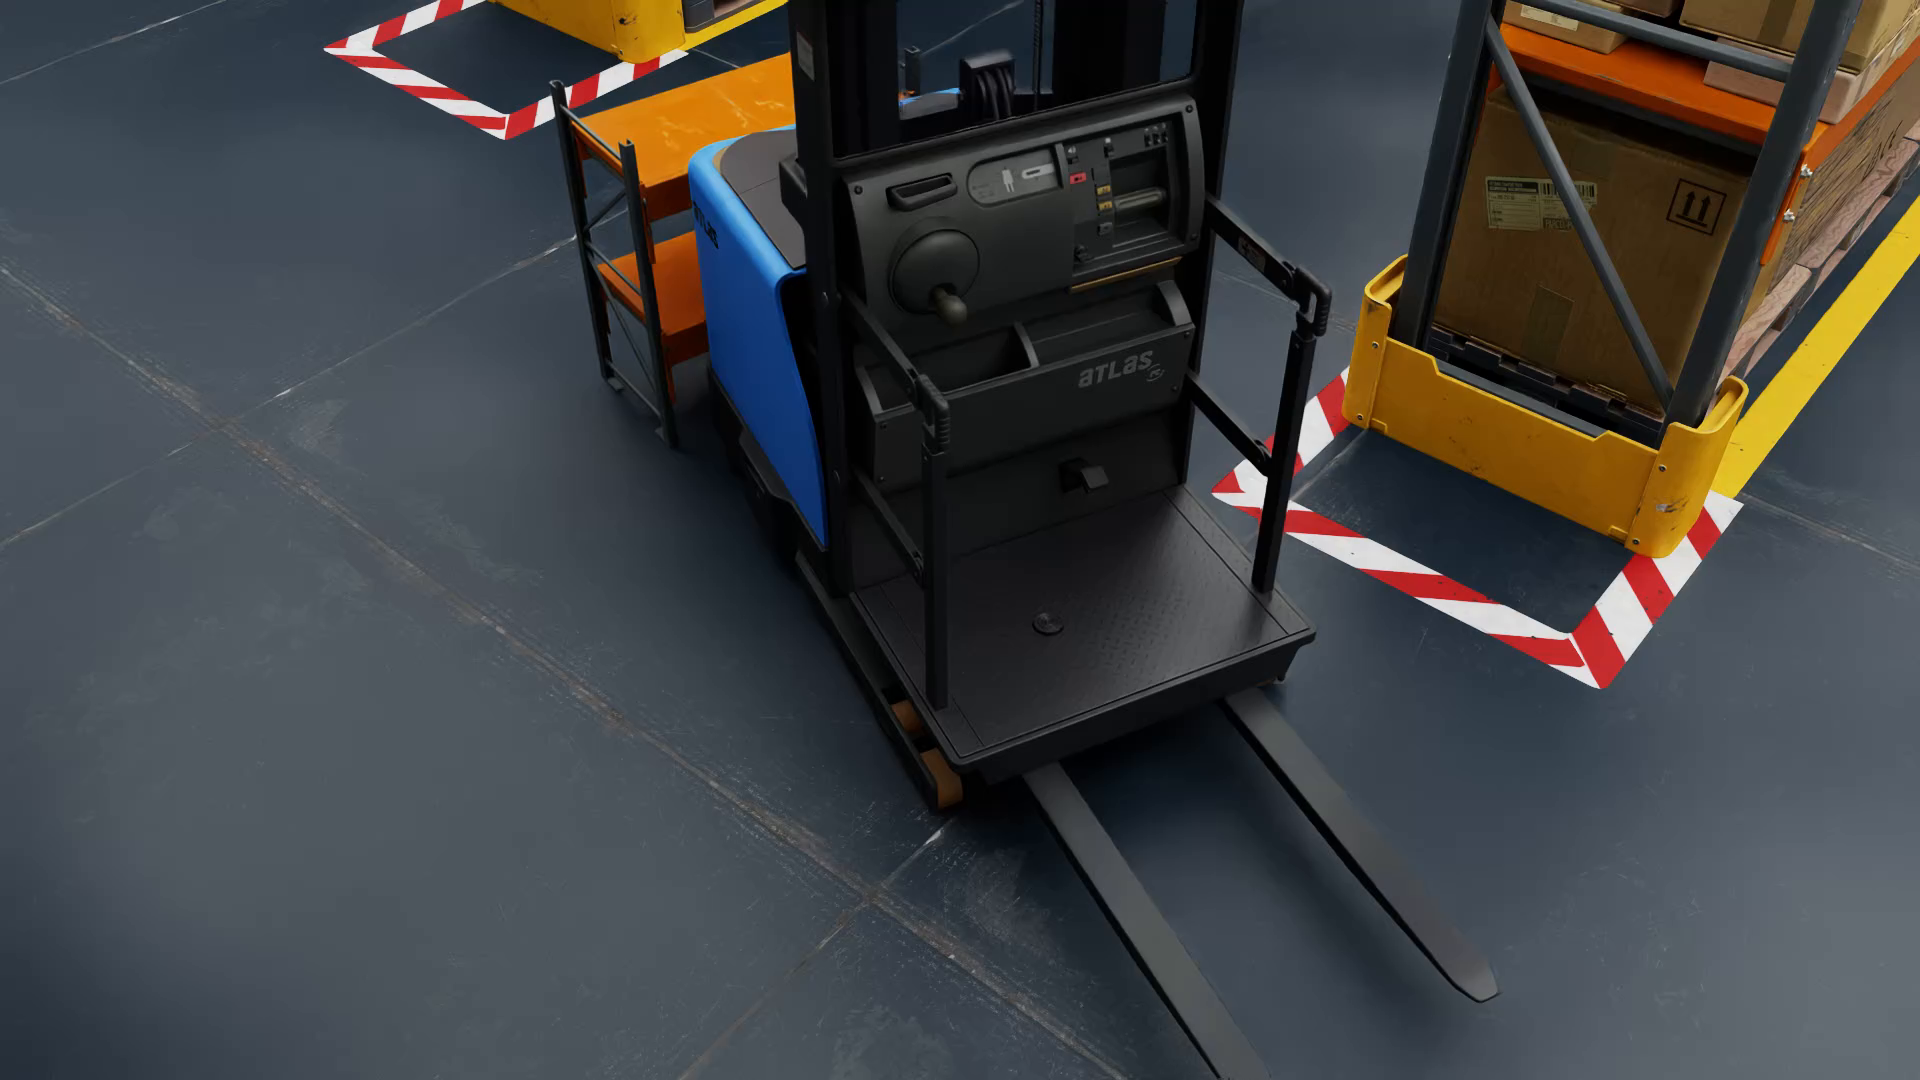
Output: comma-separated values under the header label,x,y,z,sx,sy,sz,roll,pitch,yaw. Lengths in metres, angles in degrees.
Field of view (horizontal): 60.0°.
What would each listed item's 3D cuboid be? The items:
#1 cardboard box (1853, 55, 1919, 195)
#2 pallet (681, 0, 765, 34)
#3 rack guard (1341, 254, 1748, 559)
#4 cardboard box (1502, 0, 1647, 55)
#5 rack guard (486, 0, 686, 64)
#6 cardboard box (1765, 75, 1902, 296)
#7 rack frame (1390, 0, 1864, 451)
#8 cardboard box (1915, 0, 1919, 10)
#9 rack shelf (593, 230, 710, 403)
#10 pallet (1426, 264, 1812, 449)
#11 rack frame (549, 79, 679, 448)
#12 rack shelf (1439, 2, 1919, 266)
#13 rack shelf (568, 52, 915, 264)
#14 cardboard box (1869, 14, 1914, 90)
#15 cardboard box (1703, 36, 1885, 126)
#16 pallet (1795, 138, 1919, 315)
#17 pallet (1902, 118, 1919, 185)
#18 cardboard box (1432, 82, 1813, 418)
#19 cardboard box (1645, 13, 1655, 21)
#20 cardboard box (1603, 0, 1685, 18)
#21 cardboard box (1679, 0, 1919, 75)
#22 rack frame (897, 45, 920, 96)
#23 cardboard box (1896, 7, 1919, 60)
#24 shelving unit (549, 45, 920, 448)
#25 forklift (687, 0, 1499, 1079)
label,x,y,z,sx,sy,sz,roll,pitch,yaw
cardboard box,3.369,-2.048,6.540,0.875,0.875,0.875,29,50,28
pallet,-1.272,-2.997,8.389,1.003,0.211,1.213,29,50,28
rack guard,1.845,-0.450,5.373,1.175,0.500,0.348,29,50,28
cardboard box,1.837,-1.620,4.989,0.380,0.149,0.250,30,50,29
rack guard,-1.822,-2.701,7.849,1.175,0.500,0.348,29,50,28
cardboard box,2.796,-1.589,6.036,0.875,0.875,0.875,29,50,28
rack frame,1.860,-1.387,4.546,1.000,3.000,0.127,29,50,28
cardboard box,2.705,-1.843,4.937,0.500,0.250,0.500,29,50,28
rack shelf,-0.700,-0.890,5.756,1.000,0.278,0.538,-26,48,-26
pallet,2.315,-0.801,5.974,1.003,0.211,1.213,29,50,28
rack frame,-1.109,-0.868,5.369,0.032,1.125,0.500,-26,48,-26
rack shelf,3.147,-2.151,5.921,1.077,0.370,4.000,29,50,28
rack shelf,-0.700,-1.287,5.395,1.000,0.278,0.538,-26,48,-26
cardboard box,2.505,-1.467,4.821,0.380,0.149,0.250,29,50,28
cardboard box,2.341,-1.334,4.675,0.380,0.149,0.250,30,50,29
pallet,3.100,-1.427,6.662,1.003,0.211,1.213,29,50,28
pallet,3.885,-2.058,7.356,1.003,0.211,1.213,29,50,28
cardboard box,2.211,-1.121,5.520,0.875,0.875,0.875,29,50,28
cardboard box,2.003,-1.755,5.137,0.380,0.149,0.250,30,50,29
cardboard box,1.969,-1.806,4.897,0.500,0.250,0.500,29,50,28
cardboard box,2.376,-1.572,4.640,0.500,0.250,0.500,28,49,27
rack frame,-0.290,-1.273,5.814,0.032,1.125,0.500,-26,48,-26
cardboard box,2.670,-1.599,4.966,0.380,0.149,0.250,28,49,28
shelving unit,-0.700,-1.071,5.592,1.048,1.125,0.538,-26,48,-26
forklift,0.270,-0.707,3.849,1.130,2.935,3.031,-18,45,-19
